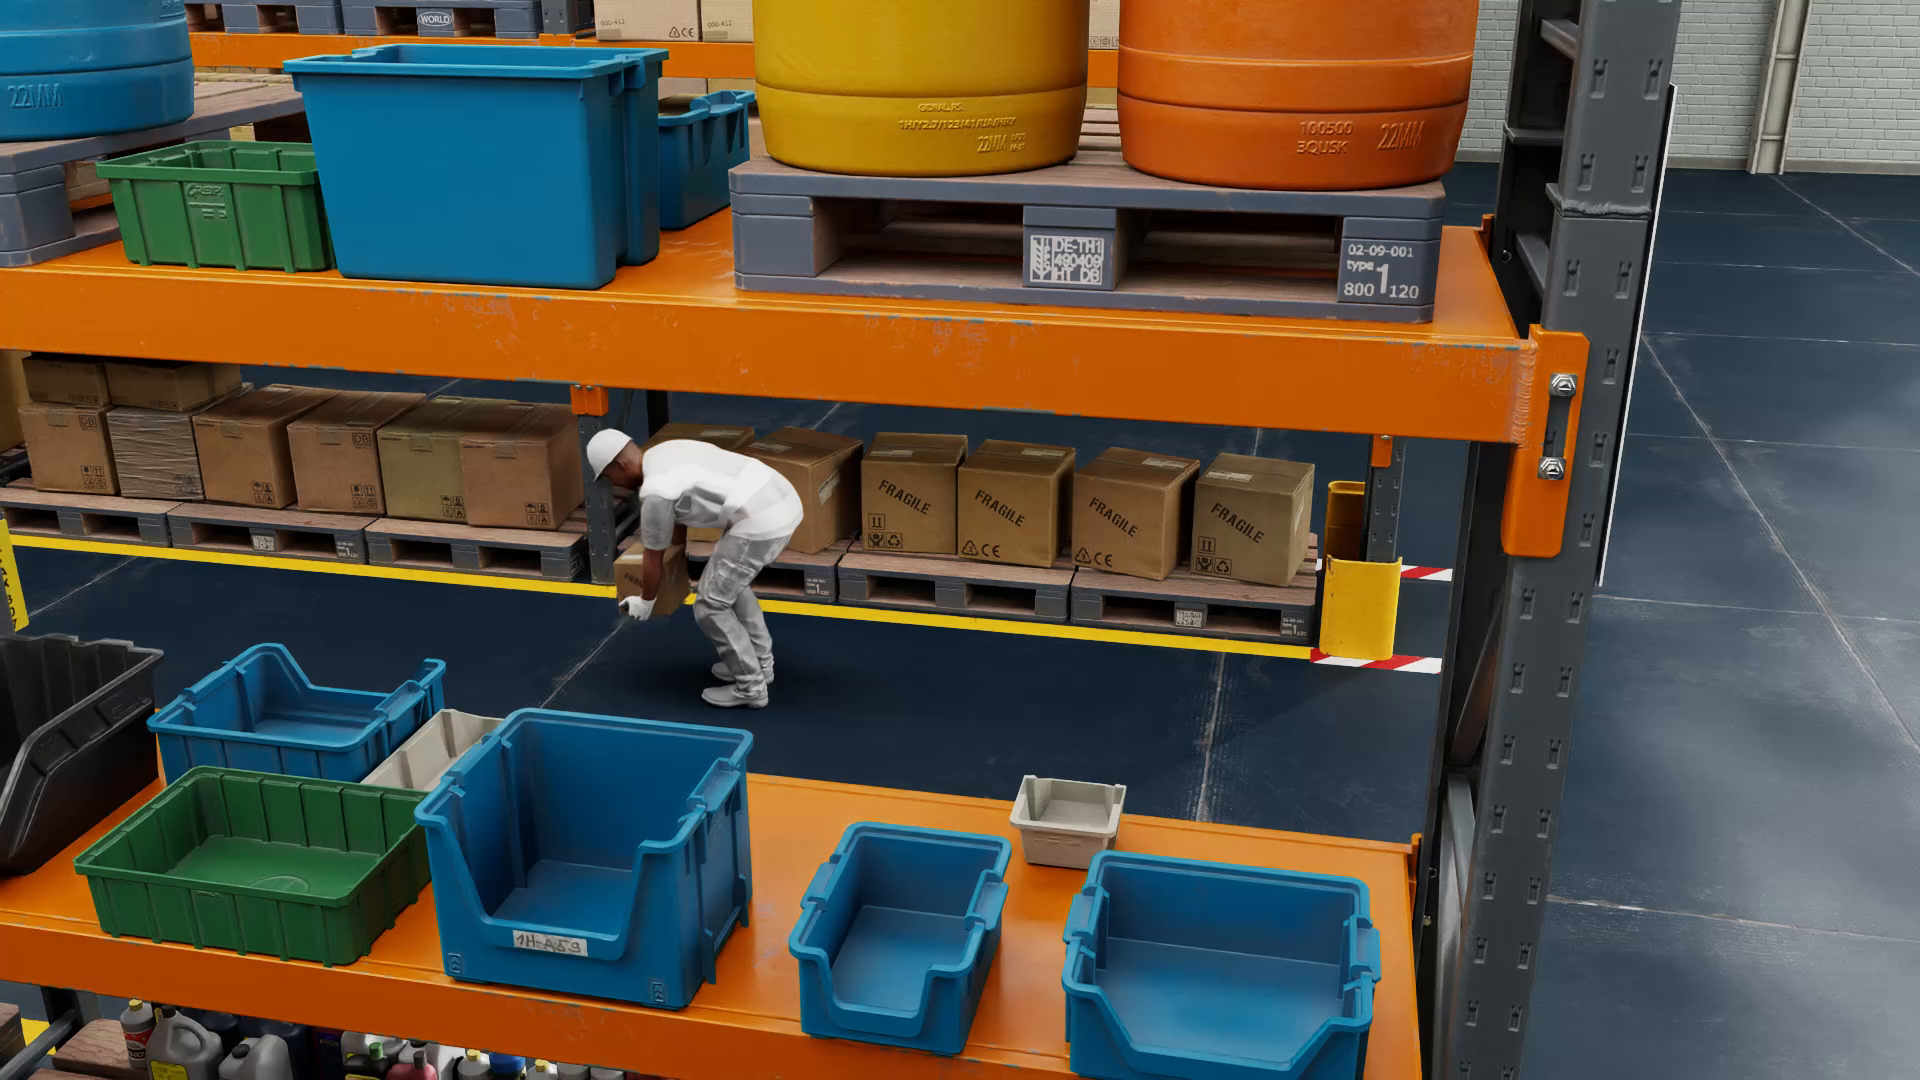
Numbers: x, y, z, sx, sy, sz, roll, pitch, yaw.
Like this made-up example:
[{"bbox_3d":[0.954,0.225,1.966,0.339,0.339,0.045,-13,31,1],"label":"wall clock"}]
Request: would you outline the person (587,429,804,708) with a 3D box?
[{"bbox_3d":[-1.185,0.113,7.512,0.953,1.239,0.504,4,22,9],"label":"person"}]
